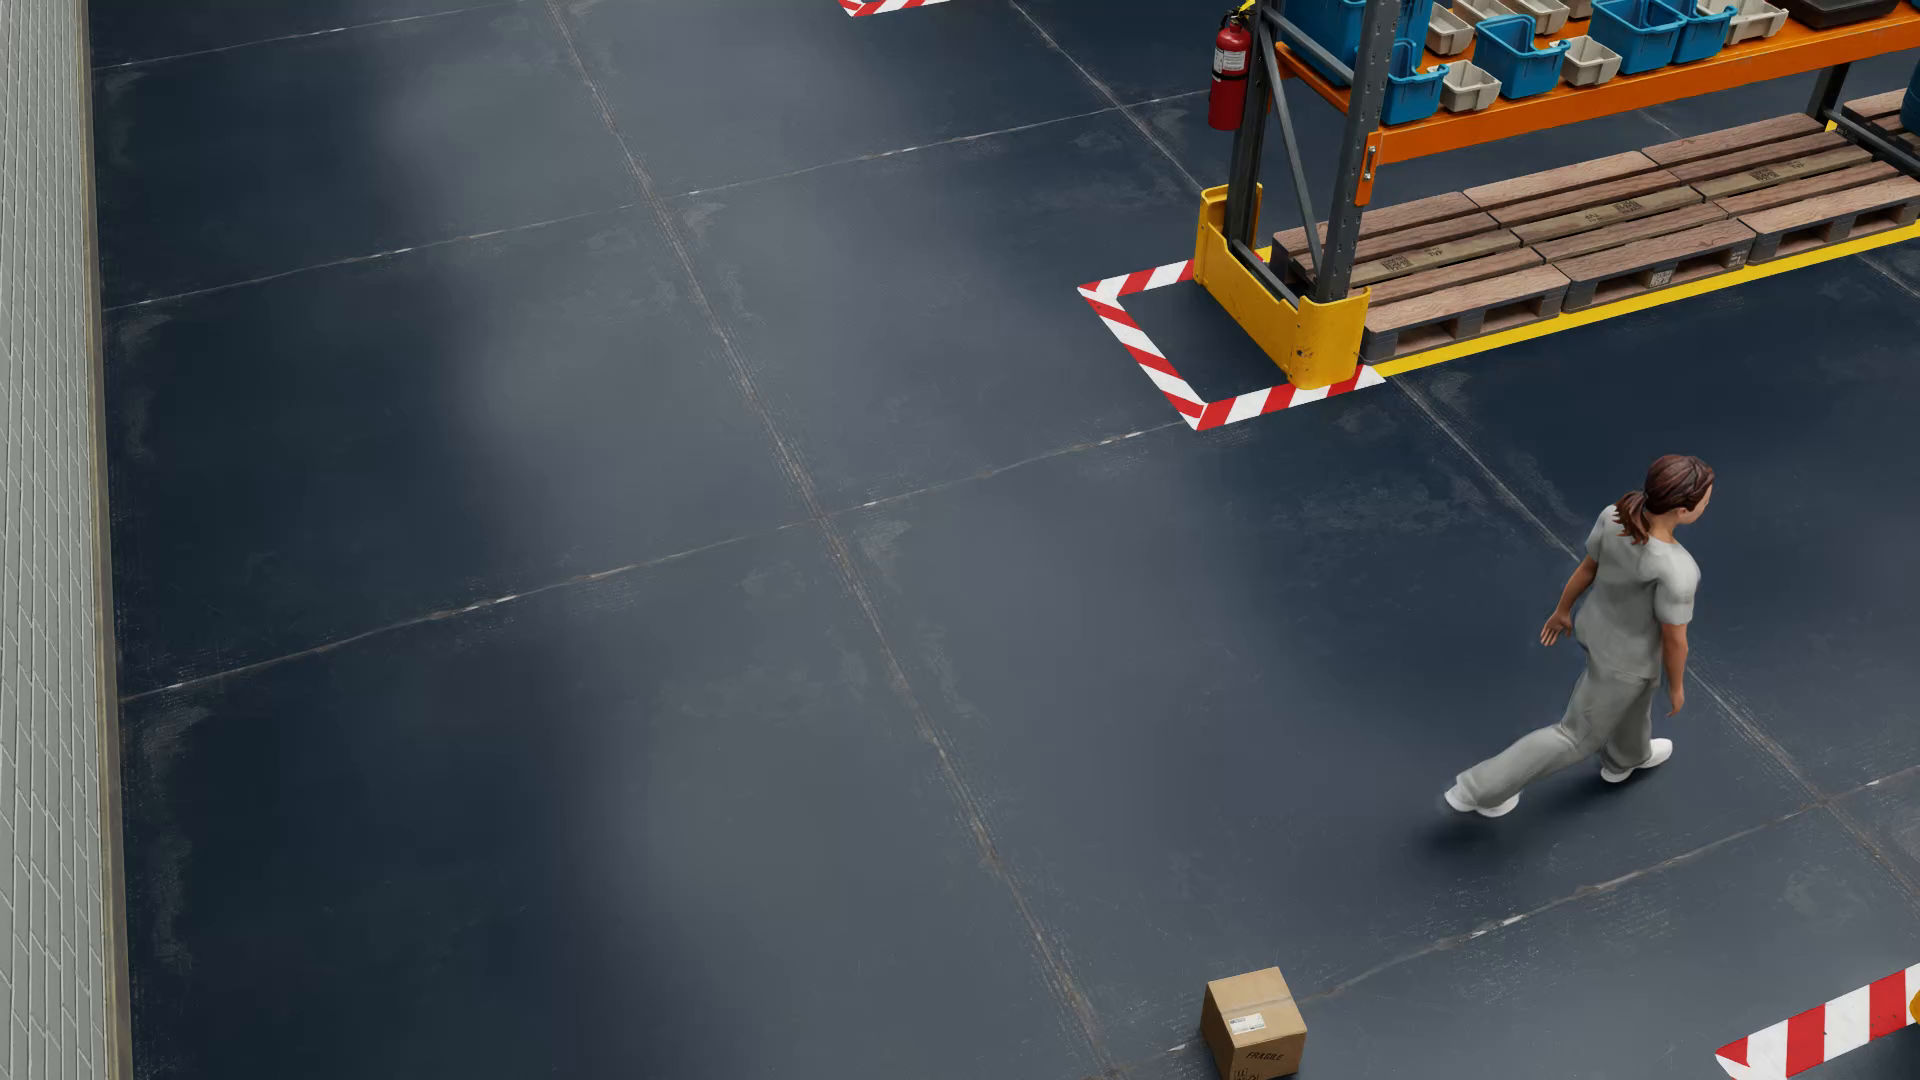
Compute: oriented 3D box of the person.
[{"bbox_3d":[2.269,0.377,5.745,1.007,1.629,0.486,-8,43,-9],"label":"person"}]
